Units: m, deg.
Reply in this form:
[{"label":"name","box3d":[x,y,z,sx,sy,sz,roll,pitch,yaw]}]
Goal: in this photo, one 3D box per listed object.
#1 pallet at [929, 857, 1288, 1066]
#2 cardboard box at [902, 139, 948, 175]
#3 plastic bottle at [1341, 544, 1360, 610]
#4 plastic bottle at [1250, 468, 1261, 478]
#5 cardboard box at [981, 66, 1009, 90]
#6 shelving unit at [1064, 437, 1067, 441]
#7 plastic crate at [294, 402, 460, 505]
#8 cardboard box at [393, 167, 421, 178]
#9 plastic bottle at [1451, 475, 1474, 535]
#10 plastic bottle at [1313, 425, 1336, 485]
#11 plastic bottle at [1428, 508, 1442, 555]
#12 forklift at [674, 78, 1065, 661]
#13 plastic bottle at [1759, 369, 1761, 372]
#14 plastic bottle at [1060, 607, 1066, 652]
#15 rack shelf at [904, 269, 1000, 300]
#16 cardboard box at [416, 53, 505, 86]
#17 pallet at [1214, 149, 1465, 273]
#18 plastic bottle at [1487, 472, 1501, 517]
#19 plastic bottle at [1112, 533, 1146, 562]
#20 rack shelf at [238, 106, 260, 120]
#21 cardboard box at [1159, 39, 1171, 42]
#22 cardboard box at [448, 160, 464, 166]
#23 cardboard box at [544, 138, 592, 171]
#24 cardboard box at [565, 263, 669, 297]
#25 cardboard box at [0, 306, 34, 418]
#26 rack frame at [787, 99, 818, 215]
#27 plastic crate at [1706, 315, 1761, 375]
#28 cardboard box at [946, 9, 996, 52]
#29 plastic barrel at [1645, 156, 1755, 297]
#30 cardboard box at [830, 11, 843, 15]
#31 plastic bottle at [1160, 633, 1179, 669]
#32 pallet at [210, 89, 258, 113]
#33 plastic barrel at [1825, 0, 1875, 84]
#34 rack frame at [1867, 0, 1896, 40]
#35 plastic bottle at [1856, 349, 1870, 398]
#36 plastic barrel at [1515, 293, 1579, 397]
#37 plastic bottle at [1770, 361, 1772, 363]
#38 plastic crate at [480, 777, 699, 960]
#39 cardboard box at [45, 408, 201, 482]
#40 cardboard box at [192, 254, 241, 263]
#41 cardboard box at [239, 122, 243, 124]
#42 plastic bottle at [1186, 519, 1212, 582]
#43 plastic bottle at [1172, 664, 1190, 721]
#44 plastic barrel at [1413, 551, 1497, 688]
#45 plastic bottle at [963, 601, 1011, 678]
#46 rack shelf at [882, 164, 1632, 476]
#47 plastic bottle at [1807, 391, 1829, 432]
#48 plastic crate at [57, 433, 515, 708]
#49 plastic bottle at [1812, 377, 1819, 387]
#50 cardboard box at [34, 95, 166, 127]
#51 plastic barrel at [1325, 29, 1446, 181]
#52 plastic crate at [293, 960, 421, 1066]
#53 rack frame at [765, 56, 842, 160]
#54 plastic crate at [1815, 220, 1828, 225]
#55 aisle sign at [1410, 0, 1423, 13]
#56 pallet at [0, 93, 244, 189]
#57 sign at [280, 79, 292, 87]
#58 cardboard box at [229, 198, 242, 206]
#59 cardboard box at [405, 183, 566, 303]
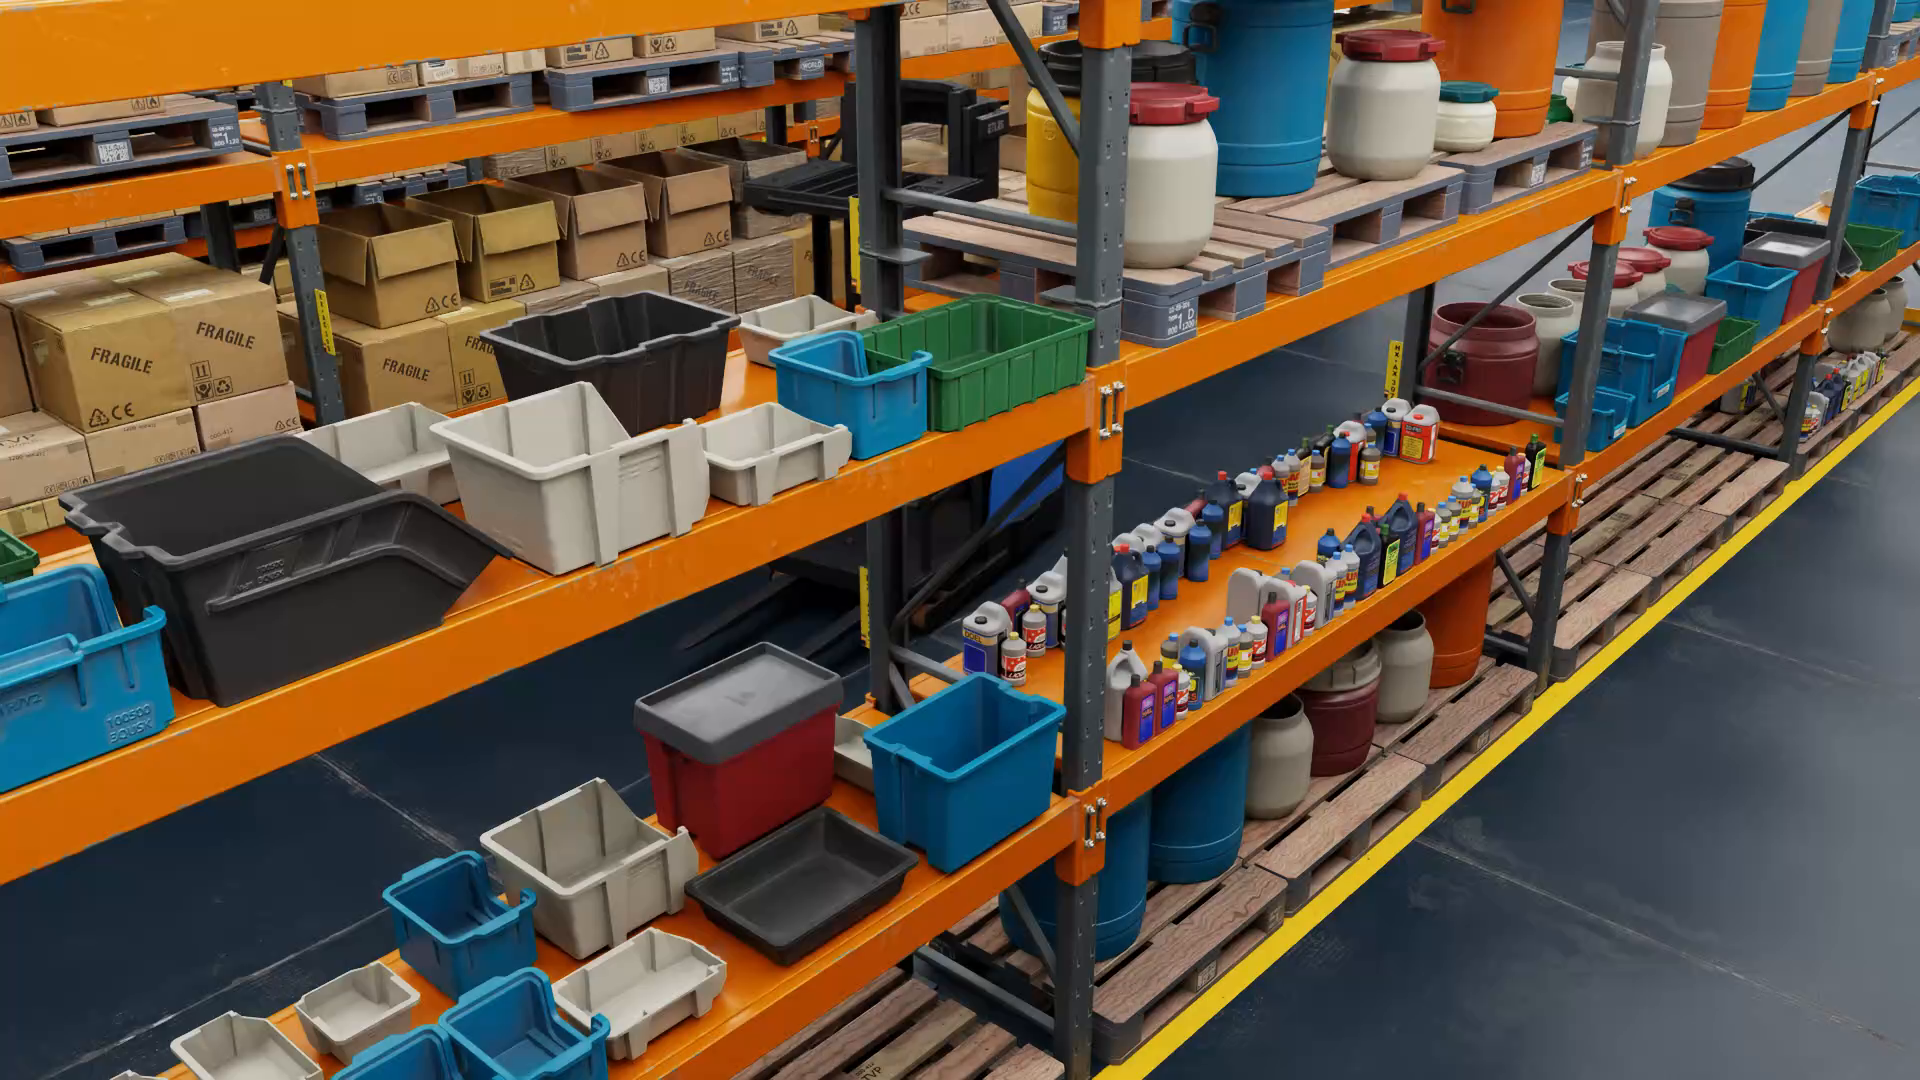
[{"label":"pallet","box3d":[0.623,1.585,6.956,1.003,0.211,1.213,20,31,38]},{"label":"cardboard box","box3d":[-0.314,-2.644,12.346,0.500,0.500,0.700,-19,30,-36]},{"label":"plastic bottle","box3d":[1.605,0.148,6.910,0.097,0.271,0.097,0,24,0]},{"label":"plastic bottle","box3d":[1.348,-0.200,7.687,0.097,0.271,0.097,0,24,0]},{"label":"cardboard box","box3d":[0.206,-5.626,19.449,0.875,0.550,0.550,20,31,38]},{"label":"shelving unit","box3d":[0.493,-1.112,11.397,0.587,1.500,1.083,13,27,27]},{"label":"plastic crate","box3d":[-1.399,-0.190,4.164,0.437,0.136,0.530,20,31,38]},{"label":"cardboard box","box3d":[-4.722,-3.146,13.893,0.380,0.149,0.250,20,31,37]},{"label":"plastic bottle","box3d":[2.289,-0.164,7.608,0.097,0.271,0.097,0,24,0]},{"label":"plastic bottle","box3d":[1.784,-0.416,8.154,0.061,0.283,0.133,20,31,38]},{"label":"plastic bottle","box3d":[2.095,-0.043,7.423,0.097,0.201,0.097,0,24,0]},{"label":"forklift","box3d":[-0.489,-1.025,9.454,1.130,2.935,3.031,13,27,27]},{"label":"plastic bottle","box3d":[6.068,-1.274,12.706,0.061,0.283,0.133,20,31,38]},{"label":"plastic bottle","box3d":[0.448,0.336,6.577,0.097,0.201,0.097,0,24,0]},{"label":"rack shelf","box3d":[0.393,-2.315,13.127,1.077,0.370,4.000,20,31,38]},{"label":"cardboard box","box3d":[-2.813,-2.645,8.912,0.500,0.311,0.500,19,30,36]},{"label":"pallet","box3d":[1.282,-1.358,6.676,1.003,0.211,1.213,20,31,38]},{"label":"plastic bottle","box3d":[2.484,-0.221,7.820,0.097,0.201,0.097,0,24,0]},{"label":"plastic bottle","box3d":[0.679,0.120,6.968,0.152,0.276,0.135,20,31,38]},{"label":"rack shelf","box3d":[-6.987,-5.021,19.162,1.077,0.370,4.000,20,31,38]},{"label":"cardboard box","box3d":[1.823,-4.103,14.526,0.500,0.500,0.500,20,31,38]},{"label":"cardboard box","box3d":[-4.468,-3.676,15.159,0.500,0.500,0.500,20,31,38]},{"label":"cardboard box","box3d":[-3.731,-3.684,15.178,0.500,0.500,0.500,20,31,37]},{"label":"cardboard box","box3d":[-2.109,-1.398,10.079,0.500,0.500,0.500,21,32,38]},{"label":"cardboard box","box3d":[-4.800,-0.841,7.863,0.500,0.500,0.500,19,30,36]},{"label":"rack frame","box3d":[-1.899,-4.638,17.428,1.000,3.000,0.127,20,31,38]},{"label":"plastic crate","box3d":[4.464,-1.196,10.011,0.450,0.188,0.662,20,31,38]},{"label":"cardboard box","box3d":[-0.096,-3.565,11.551,0.500,0.250,0.500,21,32,39]},{"label":"plastic barrel","box3d":[4.932,-2.094,11.142,0.600,0.901,0.708,20,31,38]},{"label":"cardboard box","box3d":[-0.810,-3.891,11.361,0.500,0.500,0.500,21,32,39]},{"label":"plastic bottle","box3d":[0.808,0.451,6.322,0.097,0.201,0.097,0,24,0]},{"label":"pallet","box3d":[-7.926,-4.899,18.244,1.213,0.211,1.003,20,31,38]},{"label":"plastic barrel","box3d":[5.238,-3.284,10.129,0.600,0.901,0.708,20,31,38]},{"label":"rack frame","box3d":[5.416,-4.638,10.095,1.000,3.000,0.127,20,31,38]},{"label":"plastic bottle","box3d":[6.797,-1.269,12.614,0.144,0.351,0.185,22,32,40]},{"label":"plastic barrel","box3d":[3.274,-1.105,9.411,0.421,0.512,0.421,0,24,0]},{"label":"plastic bottle","box3d":[6.479,-1.549,13.322,0.061,0.283,0.133,21,31,38]},{"label":"plastic crate","box3d":[-1.080,0.978,4.973,0.437,0.282,0.530,20,31,38]},{"label":"cardboard box","box3d":[-4.055,-0.518,8.060,0.500,0.250,0.500,21,32,39]},{"label":"cardboard box","box3d":[-6.234,-2.208,13.633,0.500,0.250,0.500,19,30,35]},{"label":"cardboard box","box3d":[-5.897,-3.279,13.464,0.380,0.149,0.250,21,32,39]},{"label":"plastic bottle","box3d":[1.029,0.039,7.154,0.097,0.271,0.097,0,24,0]},{"label":"plastic bottle","box3d":[0.791,0.551,6.097,0.097,0.201,0.097,0,24,0]},{"label":"plastic barrel","box3d":[2.432,0.270,8.620,0.600,0.830,0.708,20,31,38]},{"label":"plastic bottle","box3d":[0.099,0.385,6.377,0.152,0.276,0.135,20,31,38]},{"label":"rack shelf","box3d":[1.411,-1.113,6.779,1.077,0.370,4.000,20,31,38]},{"label":"plastic bottle","box3d":[6.150,-0.942,11.976,0.152,0.276,0.135,22,32,39]},{"label":"plastic crate","box3d":[-1.369,0.025,3.438,0.504,0.338,0.767,20,31,38]},{"label":"plastic bottle","box3d":[6.270,-1.066,12.259,0.097,0.271,0.097,0,24,0]},{"label":"cardboard box","box3d":[-4.089,-2.212,7.594,0.700,0.500,0.500,18,30,35]},{"label":"plastic barrel","box3d":[1.675,-1.723,6.581,0.433,0.535,0.433,0,24,0]},{"label":"plastic crate","box3d":[-1.628,1.279,4.479,0.298,0.136,0.250,20,31,38]},{"label":"rack frame","box3d":[-0.942,-2.034,11.621,1.000,3.000,0.127,20,31,38]},{"label":"plastic crate","box3d":[6.311,-2.344,12.634,0.530,0.136,0.437,20,31,38]},{"label":"aisle sign","box3d":[4.662,-5.595,16.385,0.394,0.787,0.004,20,31,38]},{"label":"pallet","box3d":[-4.166,-1.897,7.758,1.003,0.211,1.213,20,31,38]},{"label":"sign","box3d":[-3.198,-2.305,7.830,0.100,0.325,0.005,20,31,38]},{"label":"cardboard box","box3d":[-5.765,-2.672,12.836,0.380,0.149,0.250,19,31,37]},{"label":"cardboard box","box3d":[-2.725,-1.722,9.576,0.797,0.503,0.637,21,31,38]}]
